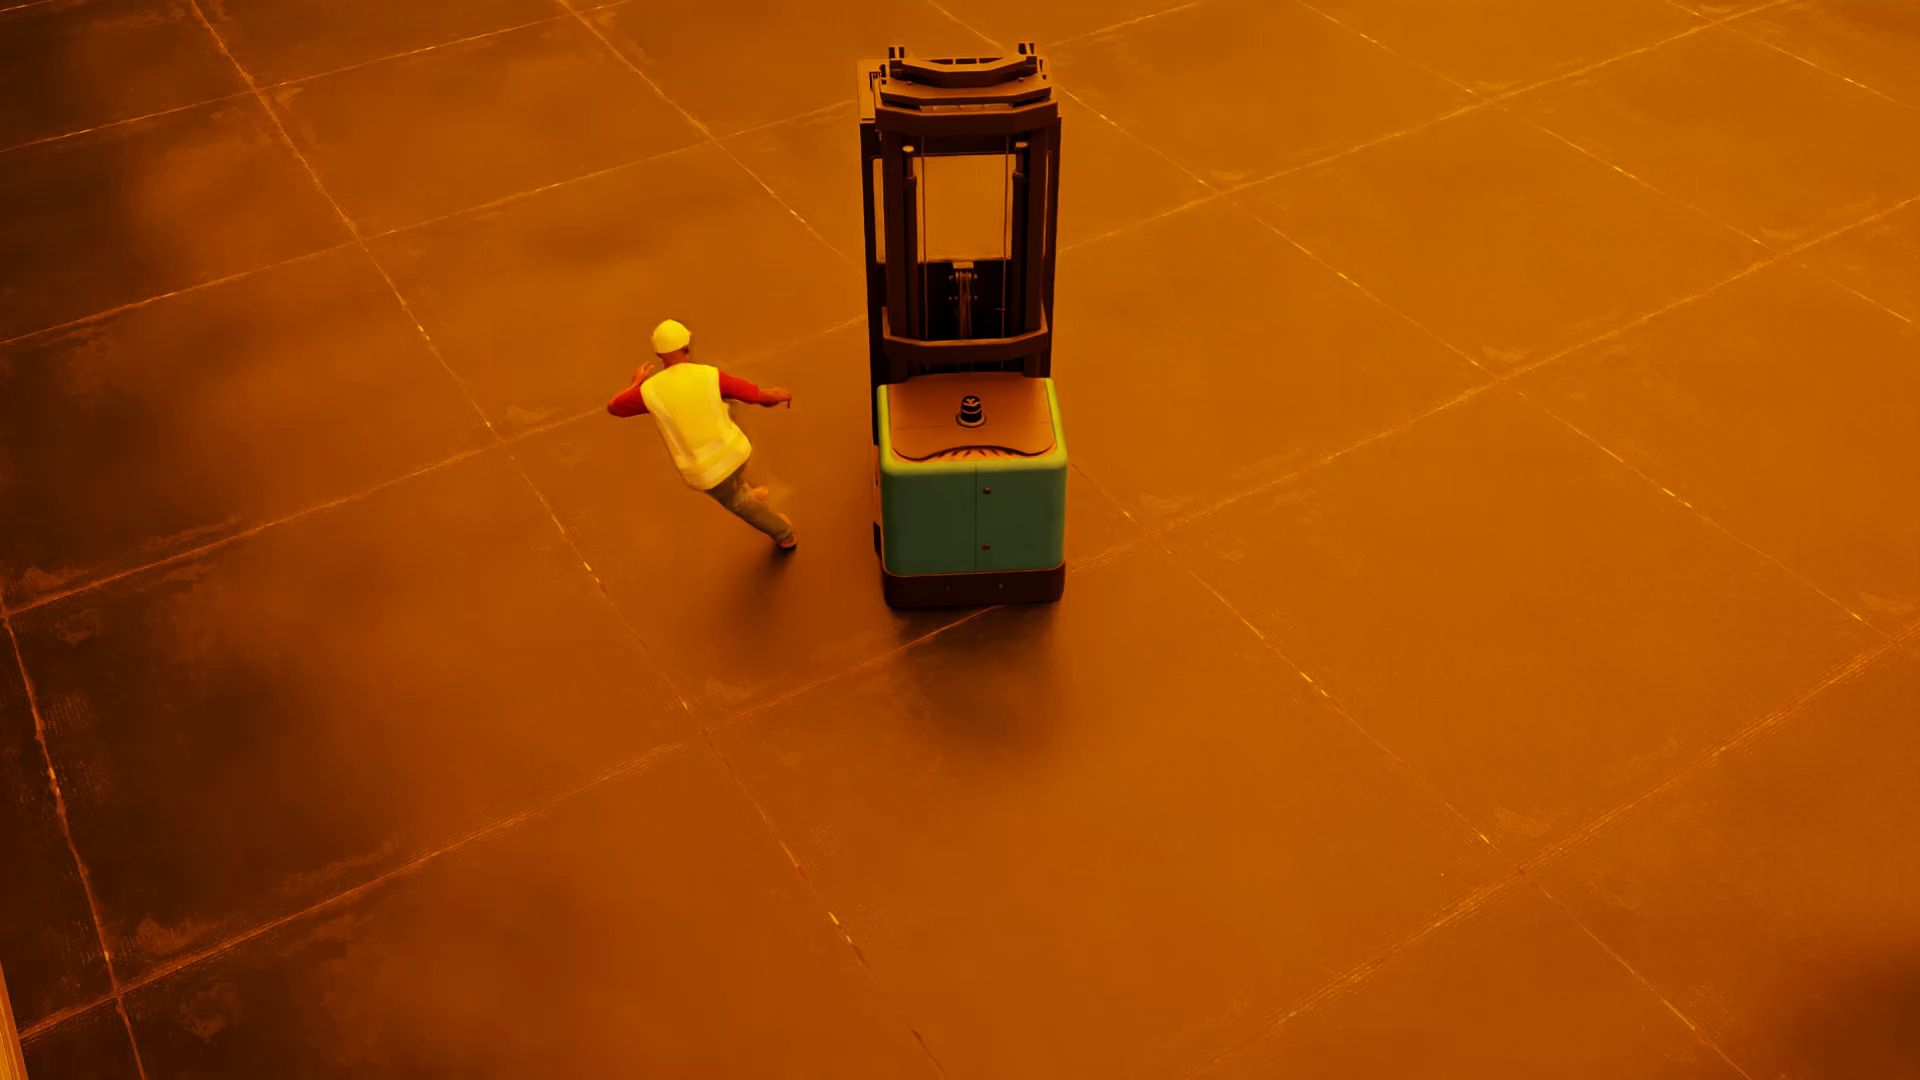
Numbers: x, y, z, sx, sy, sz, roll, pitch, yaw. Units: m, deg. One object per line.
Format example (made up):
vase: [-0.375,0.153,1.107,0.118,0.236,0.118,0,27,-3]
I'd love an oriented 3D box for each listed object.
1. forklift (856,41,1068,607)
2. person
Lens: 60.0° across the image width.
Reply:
forklift: [-0.016,-1.675,9.788,1.130,2.935,3.031,-3,41,-3]
person: [-1.451,-0.623,9.659,1.030,1.512,0.901,-23,46,-24]
